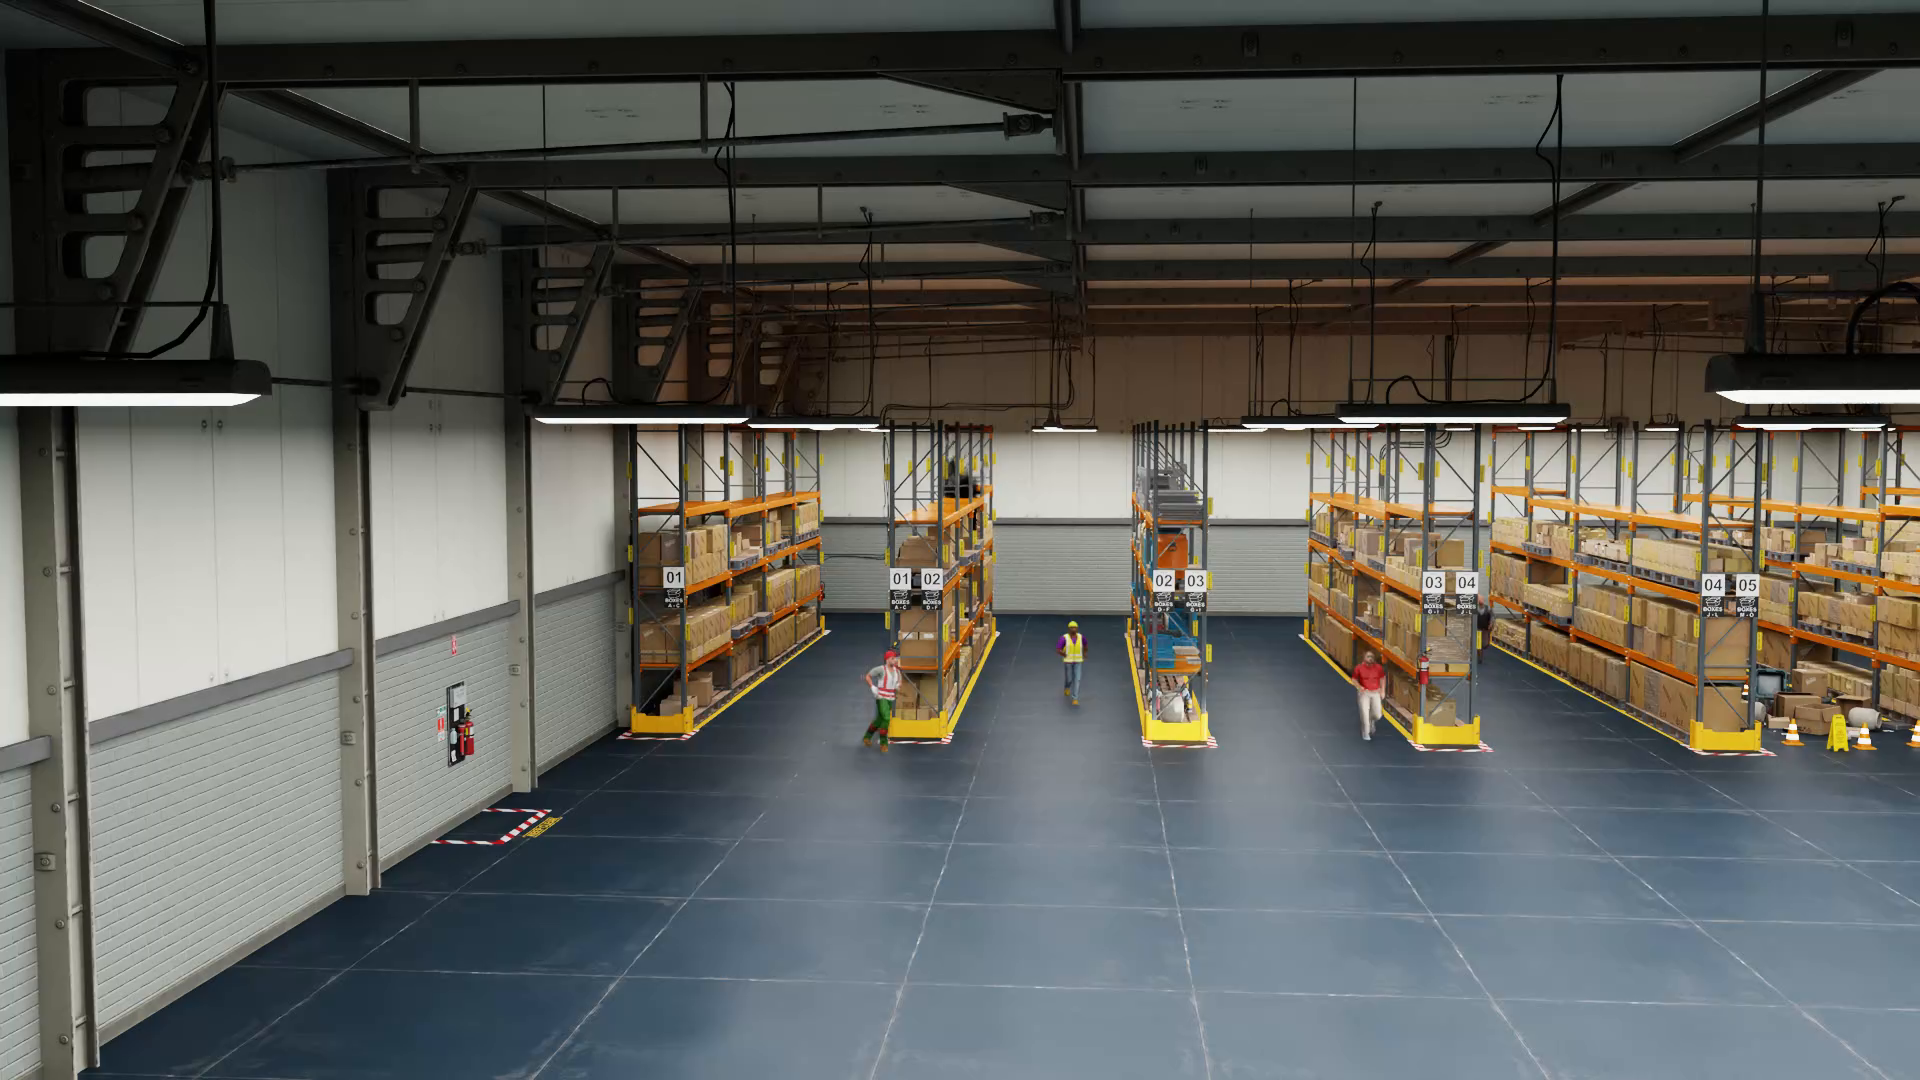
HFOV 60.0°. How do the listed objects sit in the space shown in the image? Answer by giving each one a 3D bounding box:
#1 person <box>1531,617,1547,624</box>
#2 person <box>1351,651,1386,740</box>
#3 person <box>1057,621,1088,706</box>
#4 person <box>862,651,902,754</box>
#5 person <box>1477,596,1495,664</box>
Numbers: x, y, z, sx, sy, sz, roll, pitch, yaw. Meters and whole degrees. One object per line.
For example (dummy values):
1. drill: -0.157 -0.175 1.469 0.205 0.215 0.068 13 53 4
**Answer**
1. person: 16.546 1.858 47.537 0.591 1.734 0.696 0 4 6
2. person: 7.688 2.918 31.224 0.674 1.675 0.616 0 4 3
3. person: 2.405 2.601 35.364 0.699 1.751 0.923 0 4 -6
4. person: -1.381 2.935 30.316 0.790 1.829 0.681 3 5 41
5. person: 13.092 2.247 41.754 0.660 1.696 0.578 1 4 12
